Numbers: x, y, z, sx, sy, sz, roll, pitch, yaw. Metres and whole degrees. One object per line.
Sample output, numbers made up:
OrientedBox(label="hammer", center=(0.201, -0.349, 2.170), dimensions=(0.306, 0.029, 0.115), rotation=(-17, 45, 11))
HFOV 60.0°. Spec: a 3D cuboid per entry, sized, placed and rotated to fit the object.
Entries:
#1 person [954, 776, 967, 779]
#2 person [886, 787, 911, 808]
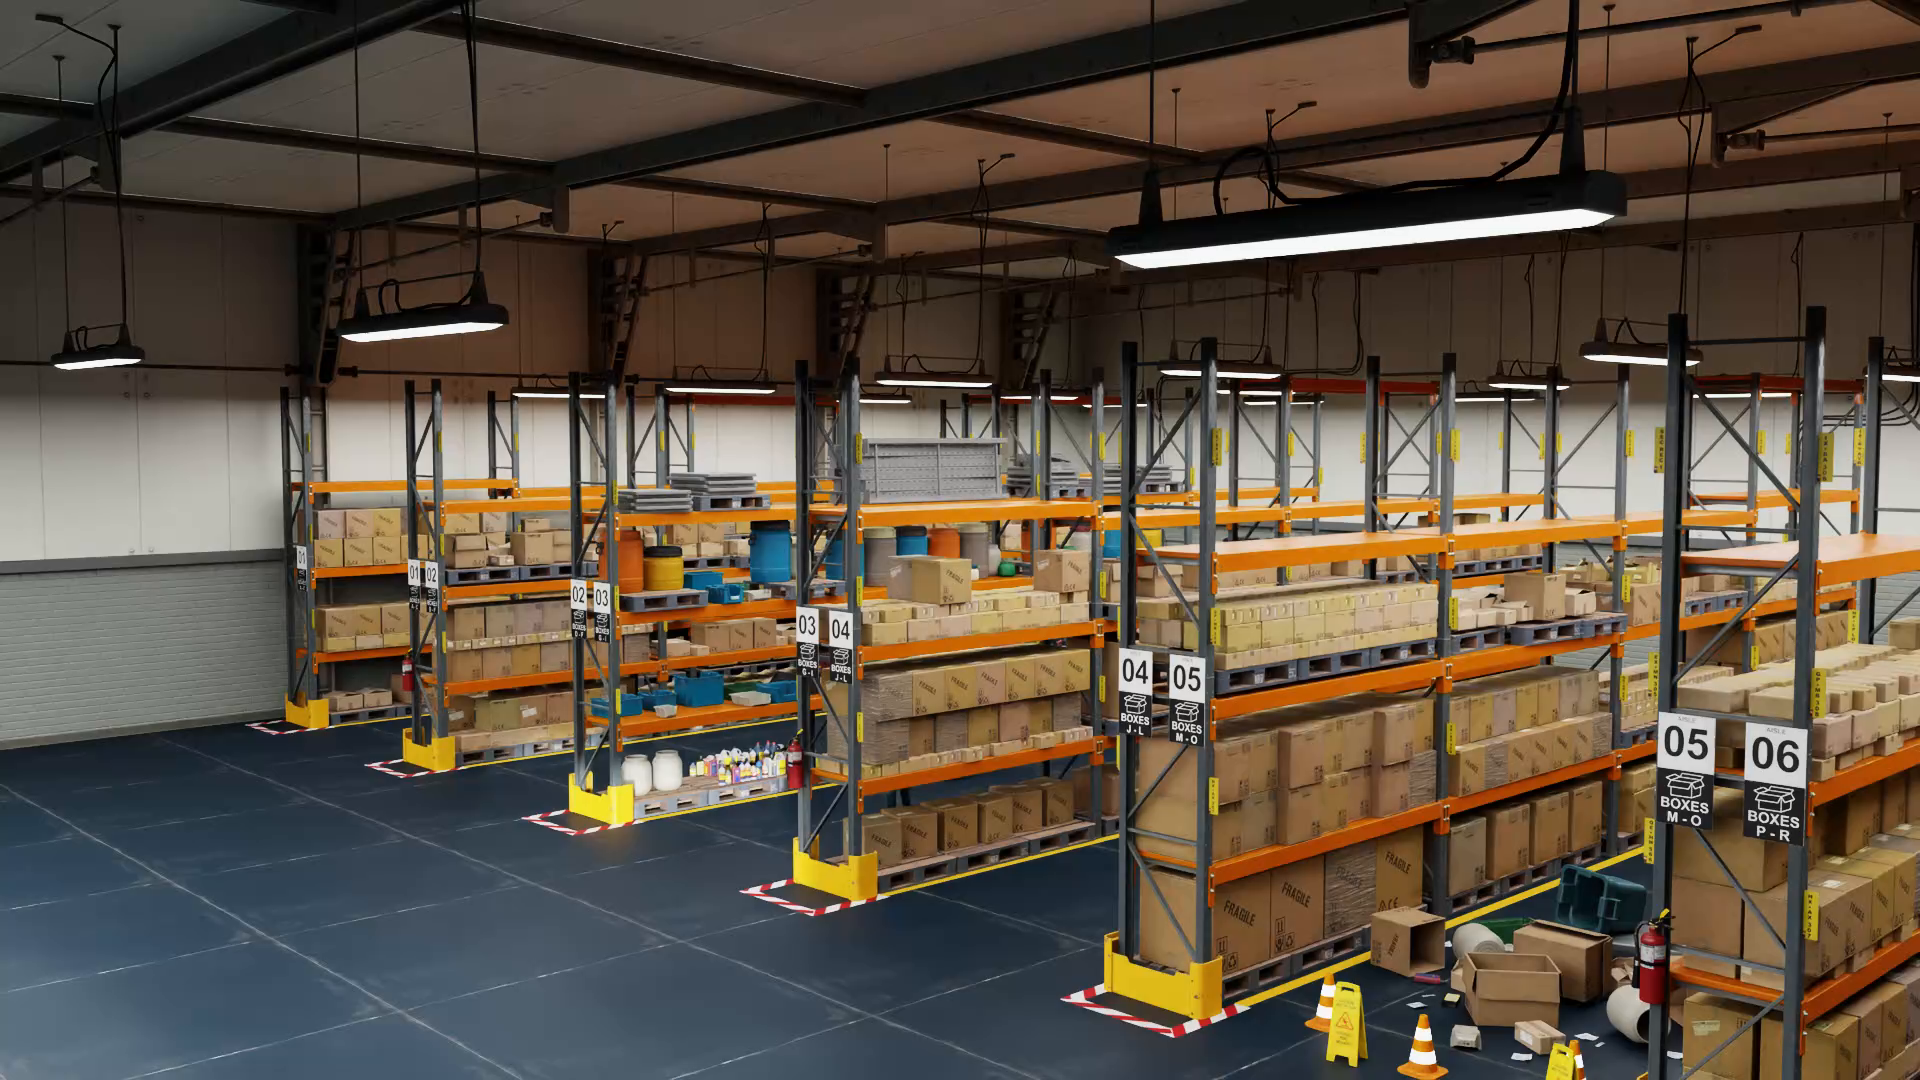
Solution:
OrientedBox(label="person", center=(0.055, 2.731, 24.998), dimensions=(0.433, 1.684, 0.609), rotation=(2, 4, 32))
OrientedBox(label="person", center=(-0.843, 2.971, 21.861), dimensions=(0.378, 1.610, 0.516), rotation=(3, 5, 40))
